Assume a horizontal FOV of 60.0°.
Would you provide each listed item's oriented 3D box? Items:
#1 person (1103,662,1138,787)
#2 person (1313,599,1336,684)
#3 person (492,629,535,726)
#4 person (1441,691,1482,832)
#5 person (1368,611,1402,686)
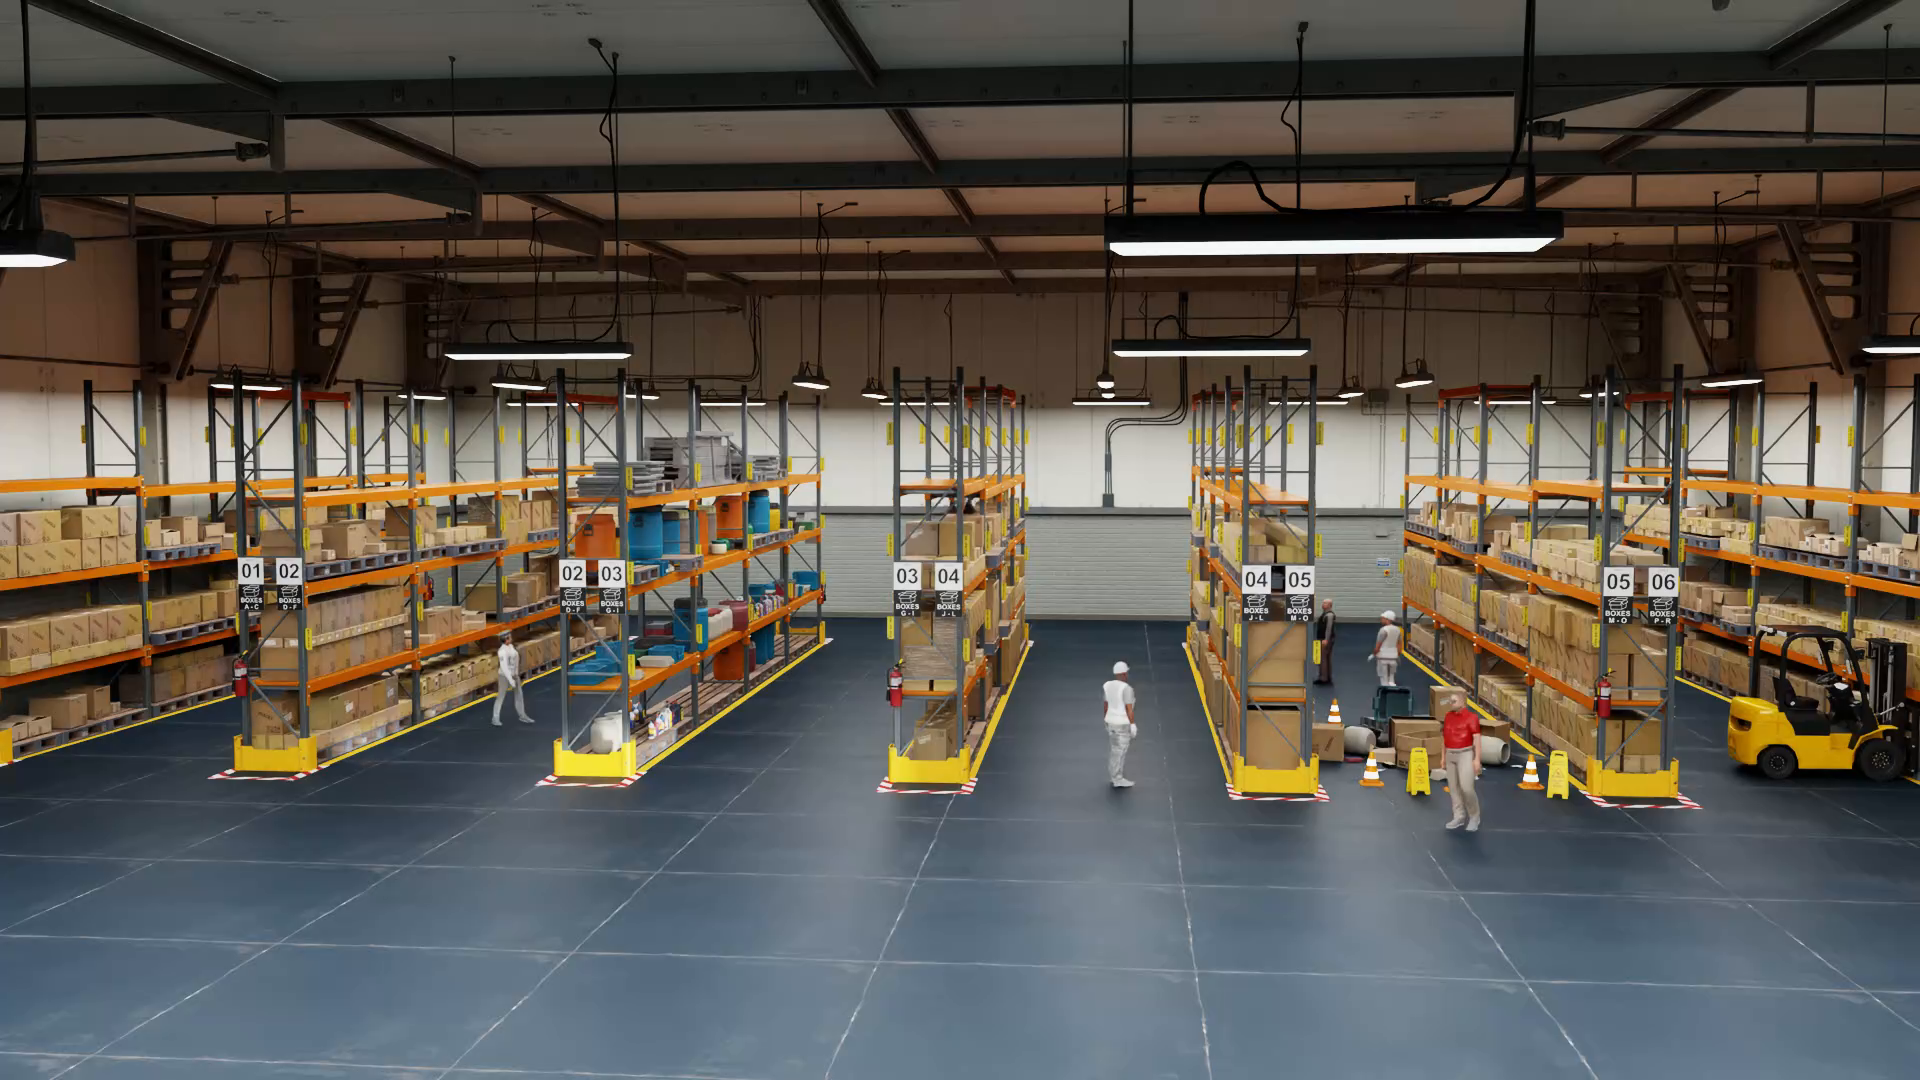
[{"bbox_3d":[2.344,2.642,23.863,0.481,1.808,0.649,-2,4,-30],"label":"person"},{"bbox_3d":[7.422,2.053,33.800,0.437,1.729,0.589,2,4,26],"label":"person"},{"bbox_3d":[-7.819,2.390,28.954,0.550,1.697,0.672,1,4,20],"label":"person"},{"bbox_3d":[6.400,2.829,21.299,0.360,1.774,0.593,-2,4,-31],"label":"person"},{"bbox_3d":[7.838,2.203,30.603,0.623,1.821,0.542,0,4,-3],"label":"person"}]
